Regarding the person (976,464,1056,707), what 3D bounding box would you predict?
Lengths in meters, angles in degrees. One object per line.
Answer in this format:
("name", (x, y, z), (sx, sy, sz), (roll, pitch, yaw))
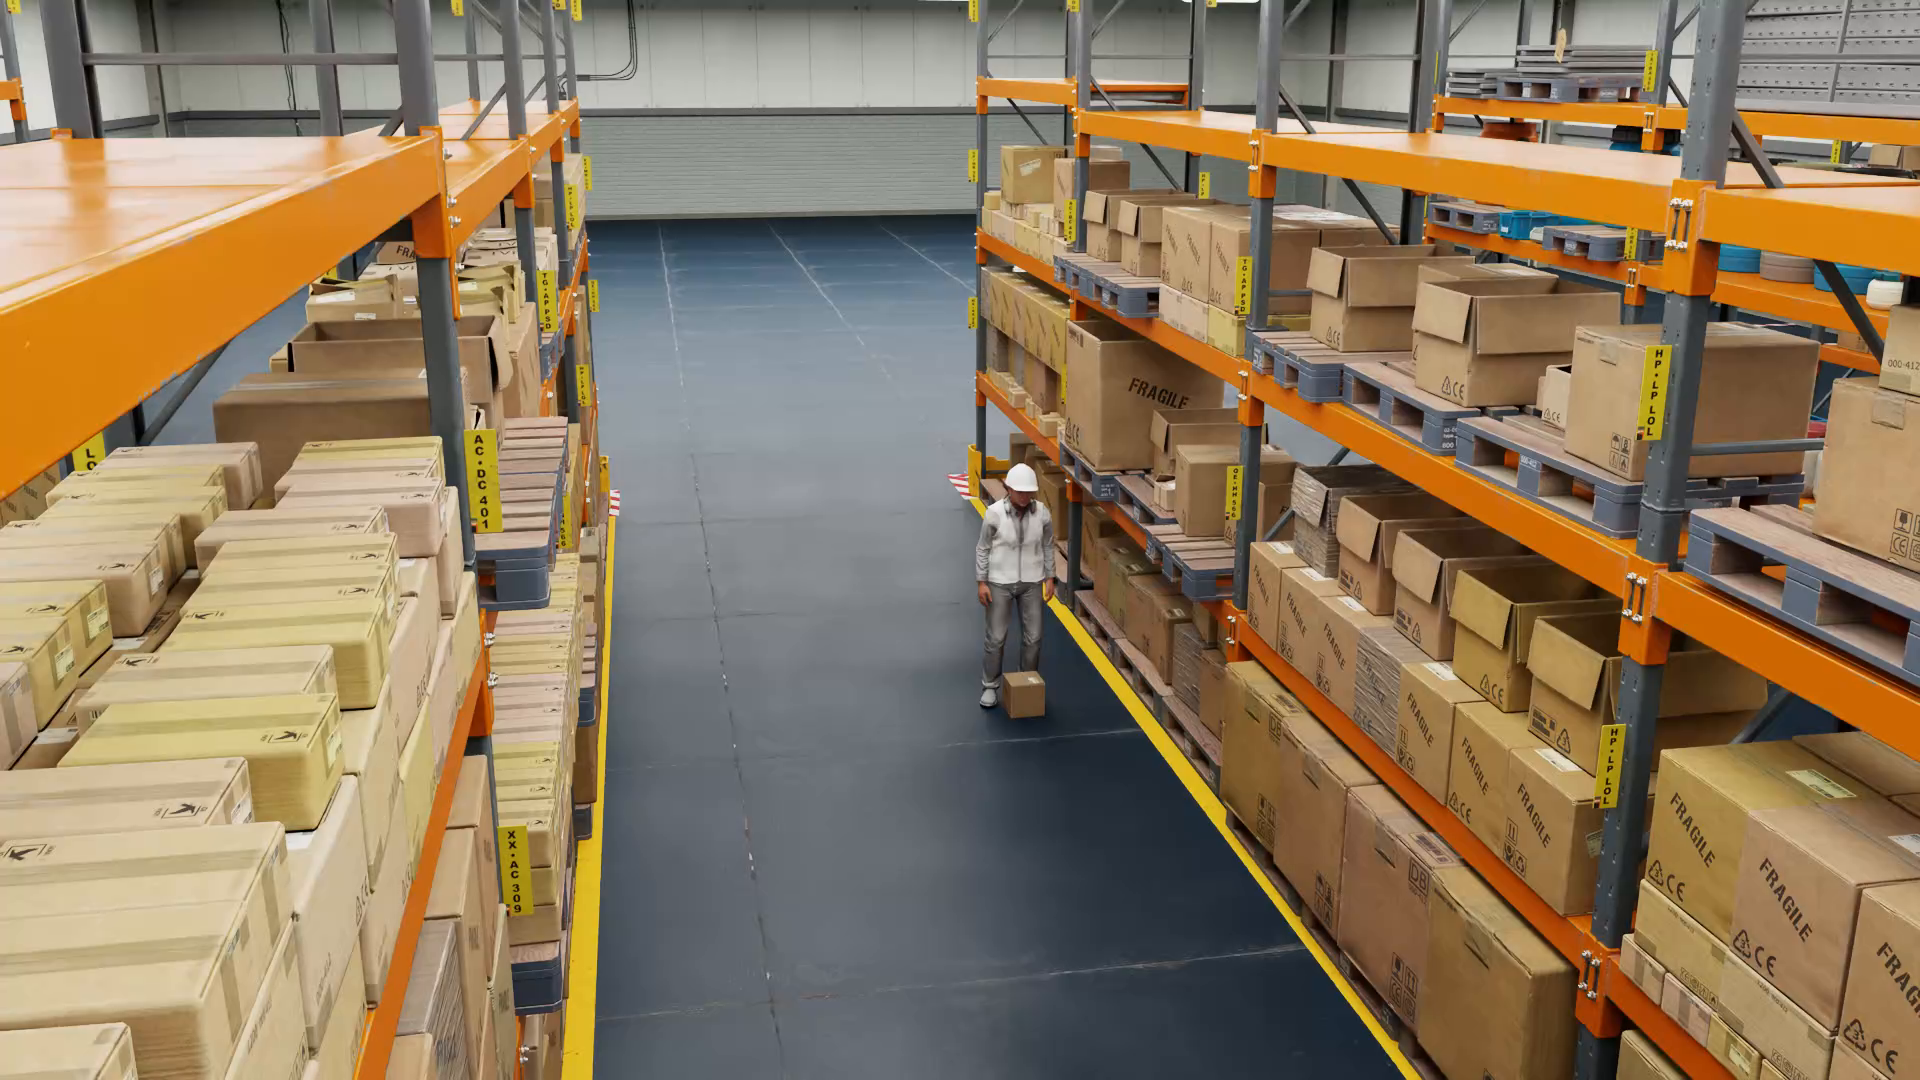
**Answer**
("person", (0.403, 0.308, 11.932), (0.585, 1.771, 0.466), (-3, 17, -11))
